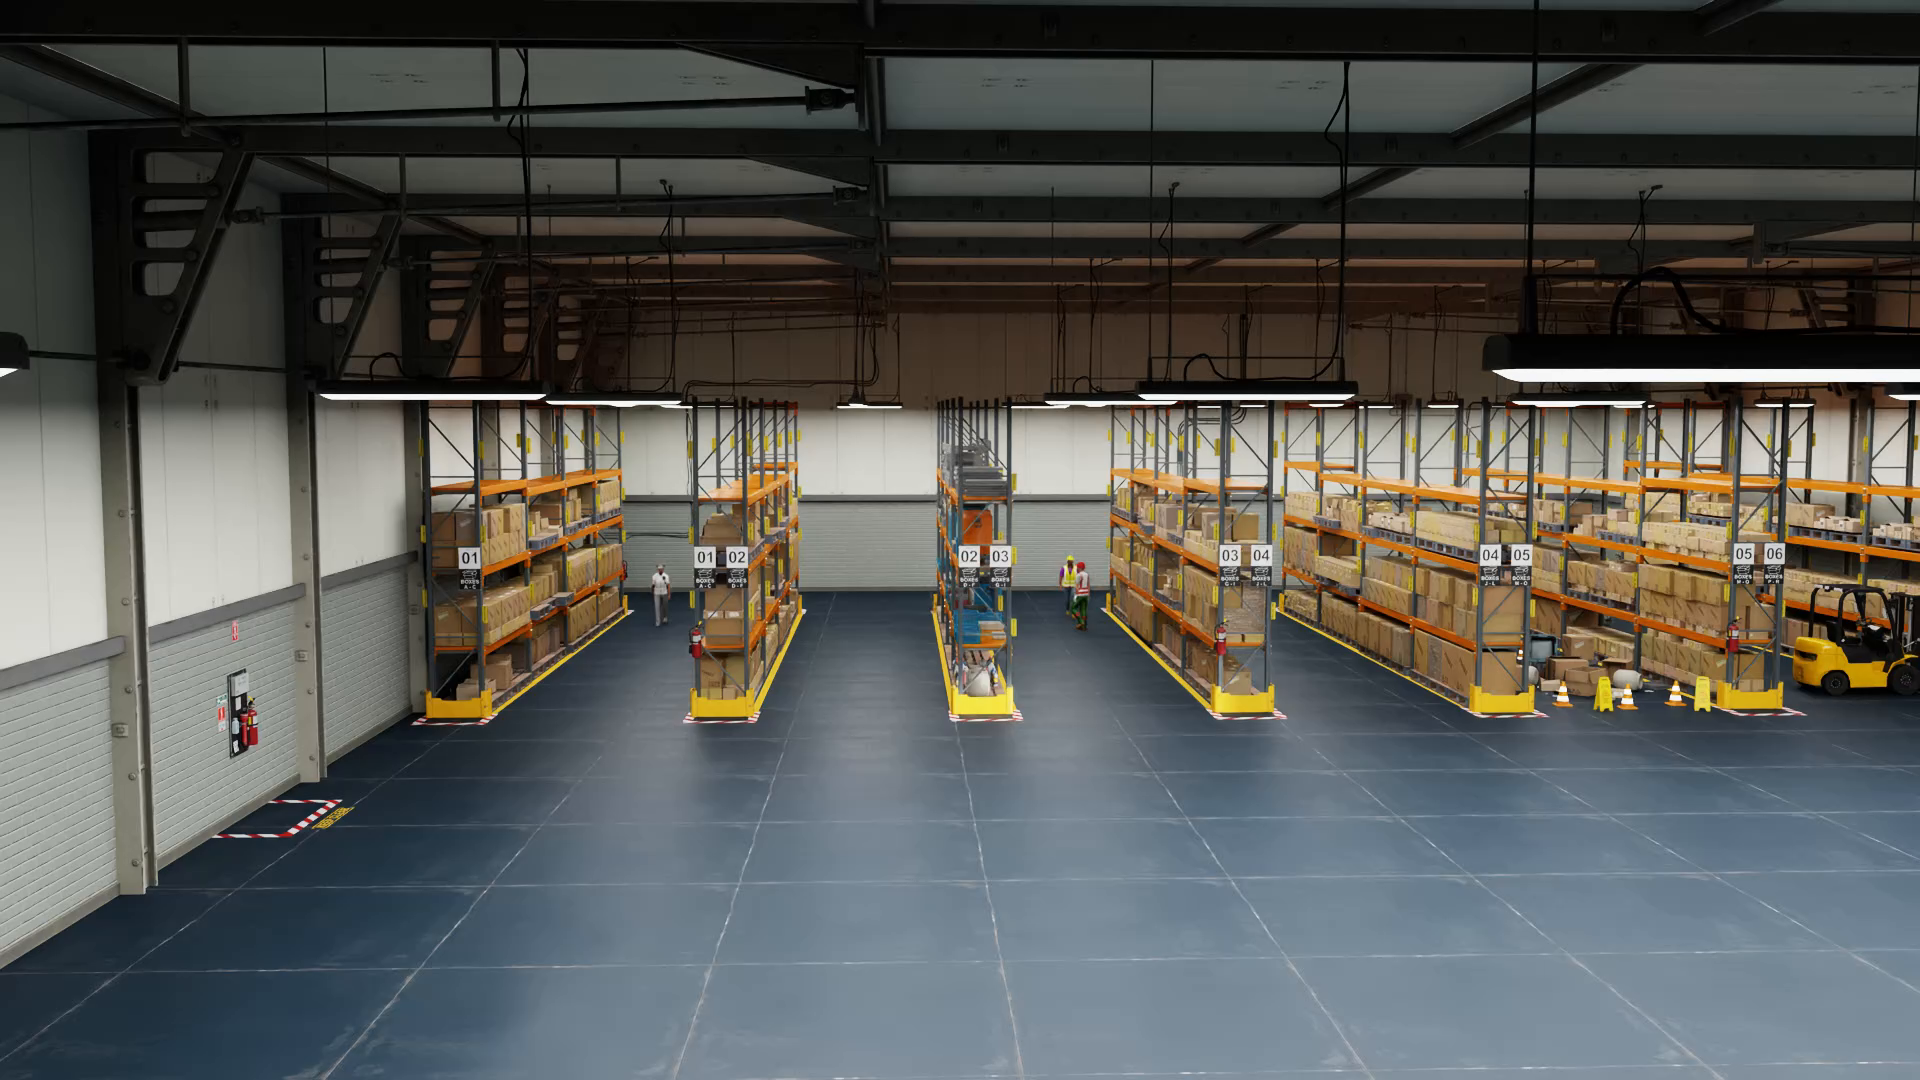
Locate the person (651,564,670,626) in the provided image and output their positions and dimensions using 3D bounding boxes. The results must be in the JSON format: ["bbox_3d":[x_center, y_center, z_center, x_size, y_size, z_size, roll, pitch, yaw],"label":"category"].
[{"bbox_3d":[-8.019,1.451,44.607,0.528,1.617,1.033,0,4,-4],"label":"person"}]

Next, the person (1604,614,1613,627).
[{"bbox_3d":[17.276,1.480,44.146,0.693,1.683,0.638,1,4,7],"label":"person"}]

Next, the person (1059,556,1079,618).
[{"bbox_3d":[3.057,1.286,46.140,0.629,1.704,1.077,0,4,1],"label":"person"}]

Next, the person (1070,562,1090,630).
[{"bbox_3d":[3.194,1.469,43.531,0.603,1.790,0.472,-4,6,-44],"label":"person"}]
